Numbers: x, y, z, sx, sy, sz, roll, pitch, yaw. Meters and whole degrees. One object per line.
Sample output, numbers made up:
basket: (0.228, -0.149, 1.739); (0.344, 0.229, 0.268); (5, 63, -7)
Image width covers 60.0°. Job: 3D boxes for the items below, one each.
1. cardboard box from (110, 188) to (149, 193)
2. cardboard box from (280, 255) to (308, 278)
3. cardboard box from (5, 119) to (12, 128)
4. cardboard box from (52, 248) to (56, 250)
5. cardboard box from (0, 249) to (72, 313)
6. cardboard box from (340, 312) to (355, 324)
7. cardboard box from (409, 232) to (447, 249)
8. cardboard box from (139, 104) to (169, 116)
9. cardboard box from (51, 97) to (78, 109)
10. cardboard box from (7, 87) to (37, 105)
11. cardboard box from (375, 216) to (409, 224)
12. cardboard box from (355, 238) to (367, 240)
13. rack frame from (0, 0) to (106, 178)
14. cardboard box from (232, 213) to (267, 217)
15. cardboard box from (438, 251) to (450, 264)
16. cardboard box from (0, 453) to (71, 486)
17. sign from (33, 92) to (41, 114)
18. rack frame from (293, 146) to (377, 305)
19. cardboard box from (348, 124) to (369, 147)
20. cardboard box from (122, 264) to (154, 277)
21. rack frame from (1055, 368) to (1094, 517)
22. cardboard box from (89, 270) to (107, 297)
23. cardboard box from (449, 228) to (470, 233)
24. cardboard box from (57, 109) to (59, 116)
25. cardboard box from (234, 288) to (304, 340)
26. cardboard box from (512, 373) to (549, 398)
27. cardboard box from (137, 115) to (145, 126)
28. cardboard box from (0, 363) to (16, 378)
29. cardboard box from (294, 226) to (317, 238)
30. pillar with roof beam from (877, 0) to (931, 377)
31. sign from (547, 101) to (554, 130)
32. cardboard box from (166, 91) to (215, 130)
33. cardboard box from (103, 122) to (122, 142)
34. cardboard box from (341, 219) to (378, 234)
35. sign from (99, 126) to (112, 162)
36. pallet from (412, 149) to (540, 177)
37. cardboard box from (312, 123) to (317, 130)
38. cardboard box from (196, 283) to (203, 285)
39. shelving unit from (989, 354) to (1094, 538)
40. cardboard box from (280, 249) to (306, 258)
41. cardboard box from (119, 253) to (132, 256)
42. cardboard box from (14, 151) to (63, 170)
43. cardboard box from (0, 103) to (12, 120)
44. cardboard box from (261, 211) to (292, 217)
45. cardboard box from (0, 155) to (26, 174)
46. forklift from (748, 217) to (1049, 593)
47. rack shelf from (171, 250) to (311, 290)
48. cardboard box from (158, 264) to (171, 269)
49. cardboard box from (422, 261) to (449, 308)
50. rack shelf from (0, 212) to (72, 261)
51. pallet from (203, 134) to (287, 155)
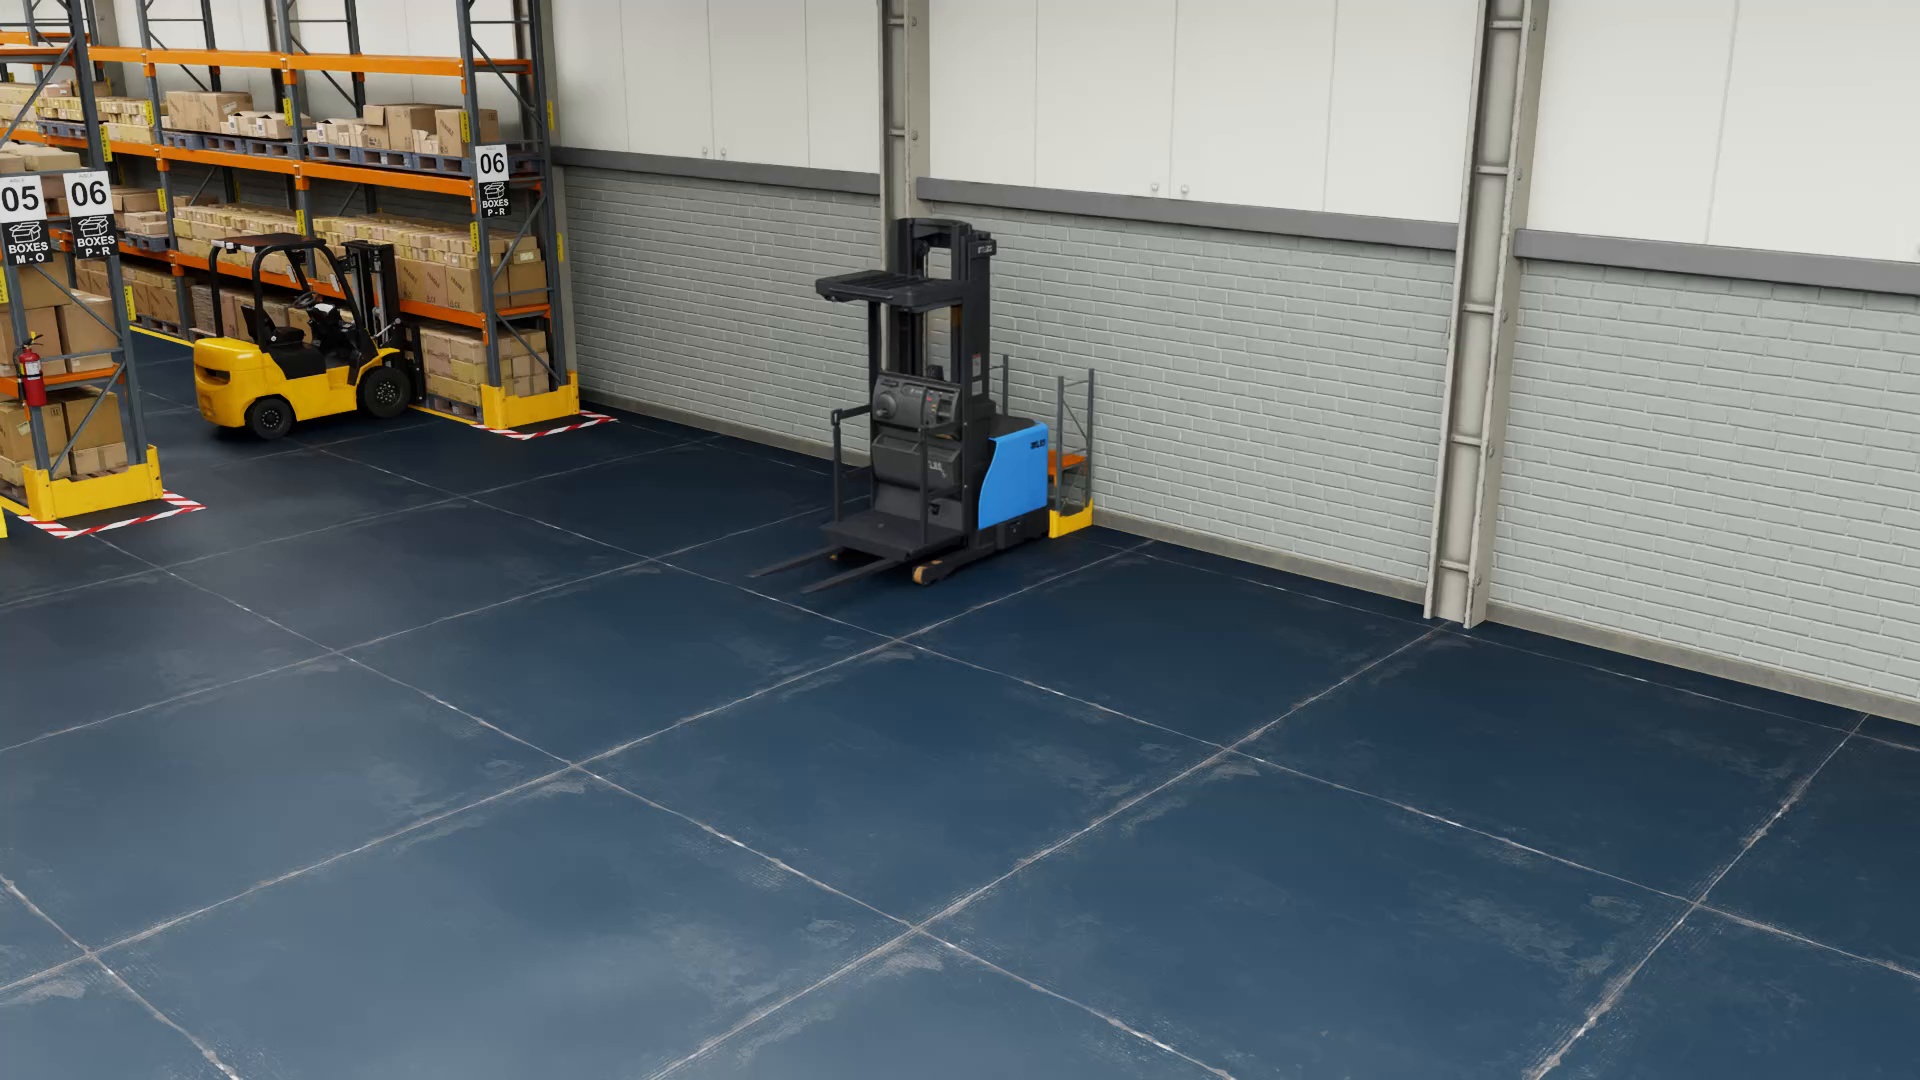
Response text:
cardboard box: (-12.886, -5.121, 25.566); (0.500, 0.500, 0.700); (15, 23, 39)
cardboard box: (-8.641, -3.646, 22.029); (0.500, 0.250, 0.500); (16, 23, 40)
cardboard box: (-15.469, -6.863, 27.373); (0.250, 0.149, 0.380); (15, 23, 40)
cardboard box: (-16.058, -4.769, 28.757); (0.500, 0.500, 0.700); (16, 24, 41)
cardboard box: (-8.918, -2.468, 15.758); (0.500, 0.500, 0.700); (14, 23, 38)
cardboard box: (-7.561, -2.769, 21.214); (0.500, 0.250, 0.500); (15, 23, 39)
cardboard box: (-6.331, -3.578, 19.837); (0.250, 0.149, 0.380); (16, 23, 41)
cardboard box: (-11.536, -6.171, 23.874); (0.250, 0.149, 0.380); (16, 24, 41)
cardboard box: (-13.733, -6.724, 25.585); (0.250, 0.149, 0.380); (14, 23, 38)
cardboard box: (-14.997, -7.167, 26.846); (0.500, 0.250, 0.500); (15, 23, 38)
cardboard box: (-7.284, -4.069, 21.382); (0.250, 0.149, 0.380); (15, 23, 39)
cardboard box: (-7.288, -3.692, 20.687); (0.250, 0.149, 0.380); (15, 23, 39)
rack frame: (-8.391, -4.608, 14.894); (0.127, 3.000, 1.000); (15, 23, 39)
cardboard box: (-9.808, -4.418, 22.975); (0.250, 0.149, 0.380); (15, 23, 39)
cardboard box: (-5.908, -3.346, 19.598); (0.250, 0.149, 0.380); (16, 23, 40)
cardboard box: (-9.192, -0.745, 16.489); (0.500, 0.250, 0.500); (15, 23, 39)
sign: (-14.428, -6.834, 26.011); (0.005, 0.325, 0.100); (15, 23, 39)
rack frame: (-8.090, -3.676, 21.873); (0.127, 3.000, 1.000); (15, 23, 39)
cardboard box: (-7.182, -4.923, 20.206); (0.258, 0.266, 0.396); (14, 23, 38)
cardboard box: (-12.743, -4.172, 25.803); (0.250, 0.149, 0.380); (15, 23, 39)
rack frame: (1.052, -0.805, 15.295); (0.032, 1.500, 0.500); (15, 22, 39)
cardboard box: (-13.457, -4.038, 26.453); (0.500, 0.500, 0.500); (15, 23, 39)
cardboard box: (-5.977, -3.697, 20.212); (0.250, 0.149, 0.380); (16, 24, 41)
cardboard box: (-13.689, -6.601, 25.689); (0.250, 0.149, 0.380); (15, 23, 40)
cardboard box: (-9.627, -3.154, 23.462); (0.625, 0.625, 0.875); (14, 22, 37)
cardboard box: (-5.336, -1.905, 20.145); (0.500, 0.250, 0.500); (15, 23, 39)
cardboard box: (-11.688, -6.100, 24.143); (0.250, 0.149, 0.380); (14, 23, 38)
cardboard box: (-9.075, -1.682, 16.005); (0.250, 0.149, 0.380); (15, 23, 39)
cardboard box: (-8.493, -4.051, 21.818); (0.250, 0.149, 0.380); (16, 24, 41)
pillar with roof beam: (-3.391, -3.897, 12.653); (0.400, 9.000, 9.100); (15, 23, 39)
sign: (-4.726, -4.881, 19.137); (0.005, 0.325, 0.100); (15, 23, 39)
cardboard box: (-10.702, -6.004, 23.225); (0.500, 0.500, 0.500); (15, 23, 40)
cardboard box: (-12.378, -6.086, 24.759); (0.500, 0.250, 0.500); (15, 23, 39)
cardboard box: (-7.597, -3.962, 21.046); (0.250, 0.149, 0.380); (14, 23, 38)
sign: (-8.031, -3.718, 15.603); (0.005, 0.325, 0.100); (15, 23, 39)
pallet: (-5.610, -4.408, 19.368); (1.213, 0.211, 1.003); (15, 23, 39)
cardboard box: (-8.595, -5.448, 22.056); (0.250, 0.149, 0.380); (15, 23, 39)
cardboard box: (-11.211, -3.636, 25.185); (0.500, 0.500, 0.500); (16, 24, 41)
shelving unit: (0.661, -0.907, 15.619); (1.083, 1.500, 0.587); (15, 22, 39)
cardboard box: (-8.627, -3.883, 21.949); (0.500, 0.250, 0.500); (14, 23, 38)
cardboard box: (-13.607, -4.591, 27.124); (0.250, 0.149, 0.380); (14, 22, 37)
cardboard box: (-8.720, -3.603, 15.784); (0.250, 0.149, 0.380); (15, 23, 39)
cardboard box: (-15.372, -7.030, 27.239); (0.500, 0.250, 0.500); (16, 23, 40)
cardboard box: (-9.543, -4.512, 23.272); (0.250, 0.149, 0.380); (16, 24, 41)
cardboard box: (-8.840, -3.440, 15.269); (0.250, 0.149, 0.380); (15, 23, 40)
forklift: (-0.512, -1.183, 14.133); (1.130, 2.935, 3.031); (14, 22, 38)
rack shelf: (-9.586, -3.734, 23.248); (4.000, 0.370, 1.077); (15, 23, 39)
cardboard box: (-12.268, -4.220, 25.953); (0.250, 0.149, 0.380); (15, 23, 40)
cardboard box: (-6.023, -3.066, 19.787); (0.500, 0.500, 0.500); (16, 24, 41)
rack shelf: (-9.886, -3.237, 16.722); (4.000, 0.370, 1.077); (15, 23, 39)
pallet: (-9.677, -5.479, 22.908); (1.213, 0.211, 1.003); (16, 24, 42)
